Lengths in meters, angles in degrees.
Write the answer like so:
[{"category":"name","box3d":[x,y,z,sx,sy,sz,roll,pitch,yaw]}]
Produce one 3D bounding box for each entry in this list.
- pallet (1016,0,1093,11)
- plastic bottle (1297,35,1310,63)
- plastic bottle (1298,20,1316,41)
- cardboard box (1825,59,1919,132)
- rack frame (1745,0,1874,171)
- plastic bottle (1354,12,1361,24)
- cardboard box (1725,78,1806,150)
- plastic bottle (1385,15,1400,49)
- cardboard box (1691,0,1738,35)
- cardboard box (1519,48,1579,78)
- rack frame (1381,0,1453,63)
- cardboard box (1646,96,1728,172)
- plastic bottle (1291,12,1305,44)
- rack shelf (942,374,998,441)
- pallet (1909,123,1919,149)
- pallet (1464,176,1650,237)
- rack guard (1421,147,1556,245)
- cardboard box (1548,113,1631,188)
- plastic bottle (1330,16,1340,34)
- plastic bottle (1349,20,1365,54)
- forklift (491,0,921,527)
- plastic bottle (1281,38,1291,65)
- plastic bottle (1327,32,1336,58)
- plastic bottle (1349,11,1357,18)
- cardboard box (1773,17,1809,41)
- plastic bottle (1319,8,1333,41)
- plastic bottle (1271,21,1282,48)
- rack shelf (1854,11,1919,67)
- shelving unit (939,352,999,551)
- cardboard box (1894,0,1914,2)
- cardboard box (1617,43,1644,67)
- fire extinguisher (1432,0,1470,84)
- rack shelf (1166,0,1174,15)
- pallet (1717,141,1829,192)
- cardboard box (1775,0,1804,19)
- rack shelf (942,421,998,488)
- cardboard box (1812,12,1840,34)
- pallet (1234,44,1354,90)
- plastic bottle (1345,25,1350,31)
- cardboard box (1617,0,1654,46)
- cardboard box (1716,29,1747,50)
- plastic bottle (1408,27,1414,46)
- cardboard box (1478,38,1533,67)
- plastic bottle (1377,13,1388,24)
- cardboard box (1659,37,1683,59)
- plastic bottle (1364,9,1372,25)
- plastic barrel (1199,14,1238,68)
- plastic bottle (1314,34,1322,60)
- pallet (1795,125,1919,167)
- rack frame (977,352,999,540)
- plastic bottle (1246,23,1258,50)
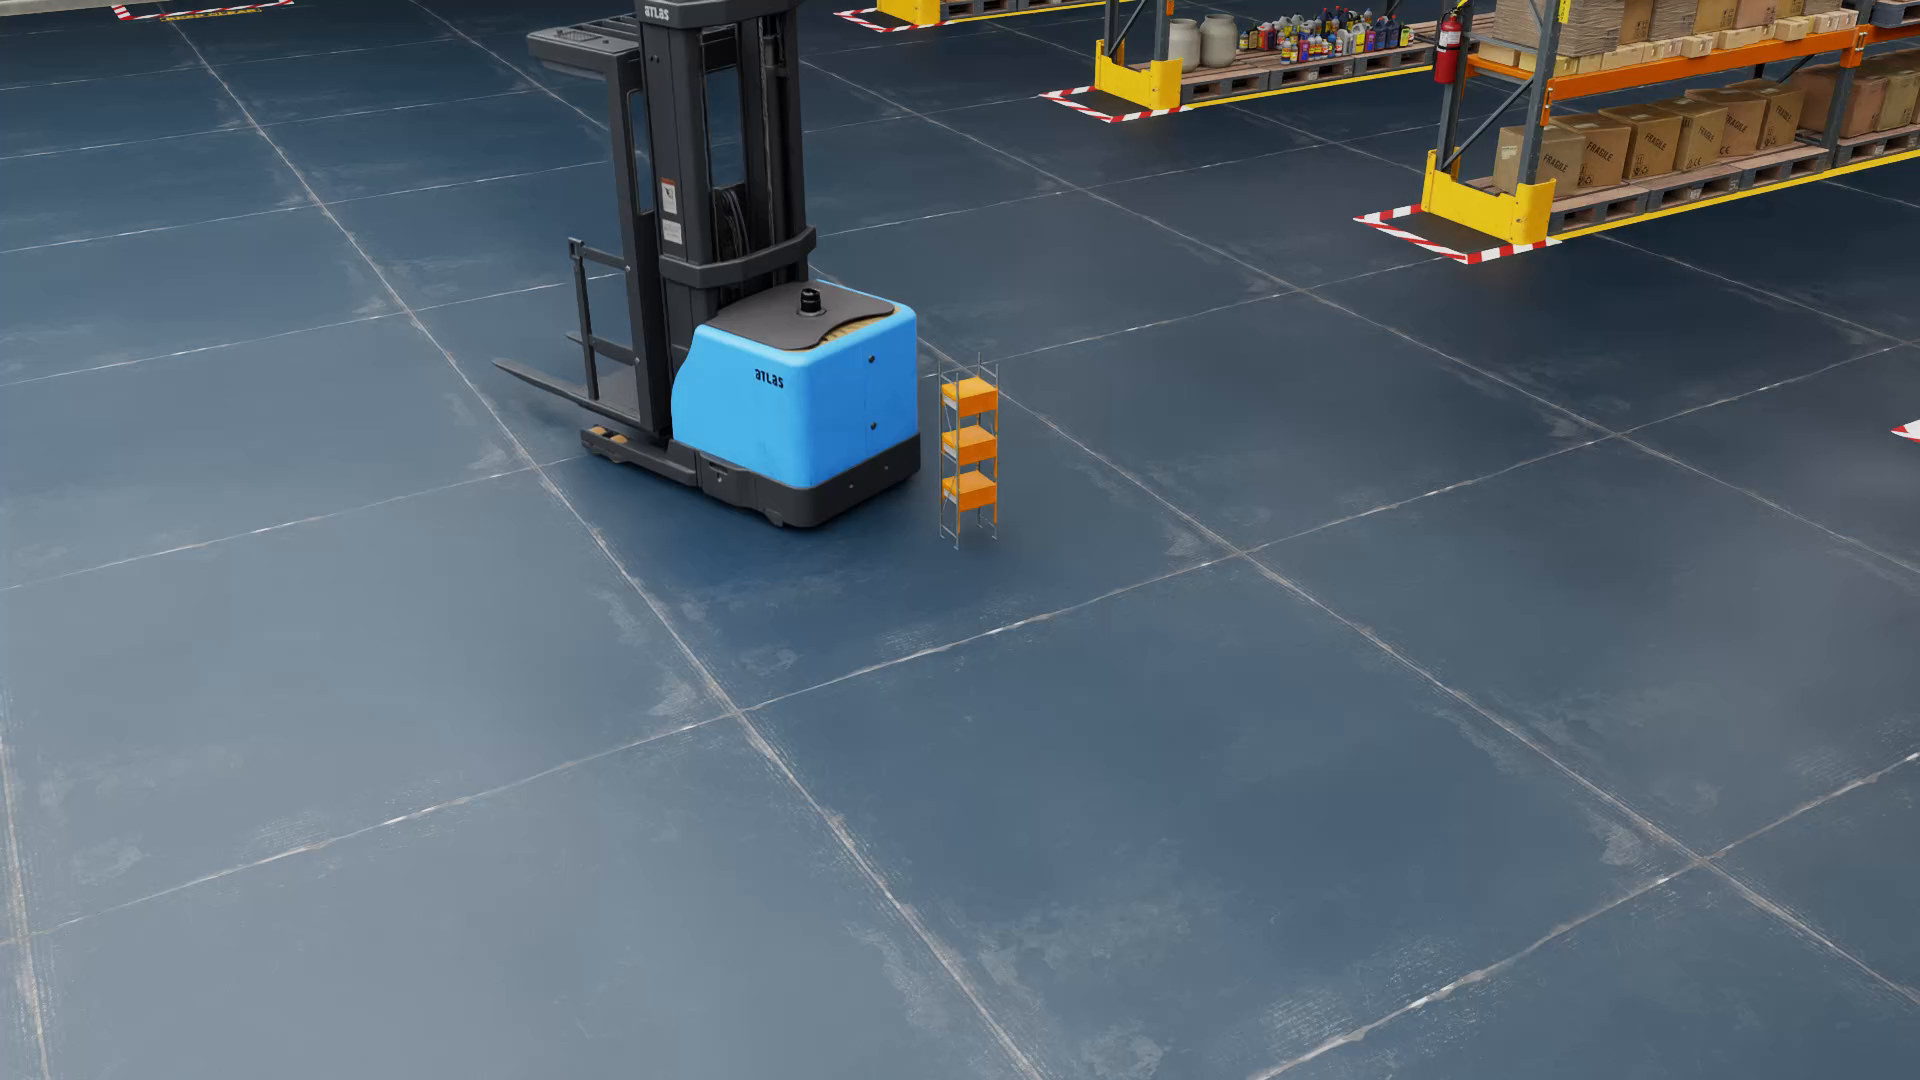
[{"category":"pallet","box3d":[1.037,-7.390,22.422,1.213,0.211,1.003,-16,33,-26]},{"category":"plastic bottle","box3d":[3.780,-5.410,18.305,0.133,0.283,0.061,-15,32,-26]},{"category":"plastic bottle","box3d":[3.965,-5.794,19.007,0.135,0.276,0.152,-16,33,-26]},{"category":"cardboard box","box3d":[8.774,-4.309,16.086,0.500,0.500,0.700,-16,33,-27]},{"category":"rack frame","box3d":[7.813,-4.961,15.134,0.127,3.000,1.000,-16,33,-26]},{"category":"plastic bottle","box3d":[4.596,-5.997,19.369,0.133,0.283,0.061,-16,33,-26]},{"category":"cardboard box","box3d":[7.448,-3.969,15.490,0.500,0.500,0.500,-17,33,-28]},{"category":"plastic bottle","box3d":[4.894,-5.779,18.904,0.185,0.351,0.144,-17,33,-28]},{"category":"cardboard box","box3d":[6.113,-4.673,14.202,0.500,0.500,0.875,-16,33,-26]},{"category":"cardboard box","box3d":[4.731,-3.842,13.367,0.250,0.149,0.380,-16,33,-26]},{"category":"rack frame","box3d":[5.304,-7.024,18.873,0.127,3.000,1.000,-16,33,-26]},{"category":"cardboard box","box3d":[6.462,-3.641,14.895,0.500,0.500,0.500,-19,34,-31]},{"category":"plastic bottle","box3d":[3.868,-5.882,19.090,0.185,0.351,0.144,-16,33,-27]},{"category":"rack shelf","box3d":[0.046,-0.712,8.888,0.240,0.259,0.215,-16,33,-26]},{"category":"pallet","box3d":[9.536,-4.232,16.699,1.213,0.211,1.003,-16,33,-26]},{"category":"pallet","box3d":[5.148,-2.963,14.401,1.213,0.211,1.003,-16,33,-26]},{"category":"rack guard","box3d":[4.430,-2.906,13.998,0.348,0.500,1.175,-16,33,-26]},{"category":"cardboard box","box3d":[5.409,-3.378,14.418,0.500,0.500,0.500,-8,30,-13]},{"category":"plastic bottle","box3d":[4.334,-5.912,19.226,0.097,0.271,0.097,0,29,0]},{"category":"plastic bottle","box3d":[4.450,-5.653,18.675,0.185,0.351,0.144,-16,33,-27]},{"category":"forklift","box3d":[-1.694,-1.927,9.709,3.031,2.935,1.130,21,35,34]},{"category":"plastic bottle","box3d":[3.576,-5.357,18.221,0.097,0.271,0.097,0,29,0]},{"category":"plastic bottle","box3d":[4.132,-5.515,18.507,0.097,0.271,0.097,0,29,0]},{"category":"plastic bottle","box3d":[4.542,-6.038,19.450,0.135,0.276,0.152,-15,32,-25]},{"category":"cardboard box","box3d":[7.151,-4.475,14.514,0.250,0.149,0.380,-16,33,-26]},{"category":"plastic bottle","box3d":[4.235,-5.986,19.278,0.185,0.351,0.144,-17,33,-28]},{"category":"plastic bottle","box3d":[3.567,-5.761,18.949,0.135,0.276,0.152,-17,33,-28]},{"category":"rack shelf","box3d":[9.537,-5.135,16.195,4.000,0.370,1.077,-16,33,-26]},{"category":"shelving unit","box3d":[0.046,-0.473,9.020,0.252,1.050,0.215,-16,33,-26]},{"category":"cardboard box","box3d":[8.569,-5.543,15.135,1.000,1.000,1.000,-16,33,-26]},{"category":"cardboard box","box3d":[5.384,-4.020,13.690,0.250,0.149,0.380,-16,33,-26]},{"category":"fire extinguisher","box3d":[4.032,-4.112,13.676,0.183,0.674,0.296,-16,33,-26]},{"category":"rack shelf","box3d":[3.579,-6.219,18.160,4.000,0.370,1.077,-16,33,-26]},{"category":"pallet","box3d":[7.252,-3.561,15.484,1.213,0.211,1.003,-16,33,-26]},{"category":"cardboard box","box3d":[6.945,-4.943,14.690,0.500,0.500,0.875,-16,33,-26]},{"category":"rack shelf","box3d":[0.046,-0.463,9.025,0.240,0.259,0.215,-16,33,-26]},{"category":"cardboard box","box3d":[7.556,-4.618,14.774,0.250,0.149,0.380,-16,33,-26]},{"category":"pallet","box3d":[3.650,-5.356,18.736,1.213,0.211,1.003,-16,33,-26]},{"category":"plastic bottle","box3d":[4.376,-5.660,18.758,0.133,0.283,0.061,-16,33,-26]},{"category":"cardboard box","box3d":[5.223,-4.451,13.800,0.500,0.500,0.875,-16,33,-26]},{"category":"cardboard box","box3d":[6.476,-4.315,14.224,0.250,0.149,0.380,-16,33,-26]},{"category":"plastic bottle","box3d":[5.149,-5.773,19.047,0.097,0.201,0.097,0,29,0]},{"category":"cardboard box","box3d":[4.505,-4.027,13.703,0.250,0.149,0.380,-16,33,-26]},{"category":"plastic bottle","box3d":[4.821,-5.839,19.013,0.185,0.351,0.144,-16,33,-26]},{"category":"cardboard box","box3d":[5.805,-4.151,13.927,0.250,0.149,0.380,-16,33,-26]},{"category":"plastic bottle","box3d":[4.807,-6.127,19.616,0.097,0.271,0.097,0,29,0]},{"category":"plastic barrel","box3d":[2.816,-5.455,18.171,0.421,0.512,0.421,0,29,0]},{"category":"plastic bottle","box3d":[3.958,-5.465,18.417,0.097,0.271,0.097,0,29,0]},{"category":"pallet","box3d":[8.483,-3.931,16.155,1.213,0.211,1.003,-16,33,-26]},{"category":"rack frame","box3d":[0.151,-0.503,9.074,0.008,1.050,0.200,-16,33,-26]},{"category":"plastic bottle","box3d":[3.308,-5.717,18.860,0.133,0.283,0.061,-15,32,-25]}]
